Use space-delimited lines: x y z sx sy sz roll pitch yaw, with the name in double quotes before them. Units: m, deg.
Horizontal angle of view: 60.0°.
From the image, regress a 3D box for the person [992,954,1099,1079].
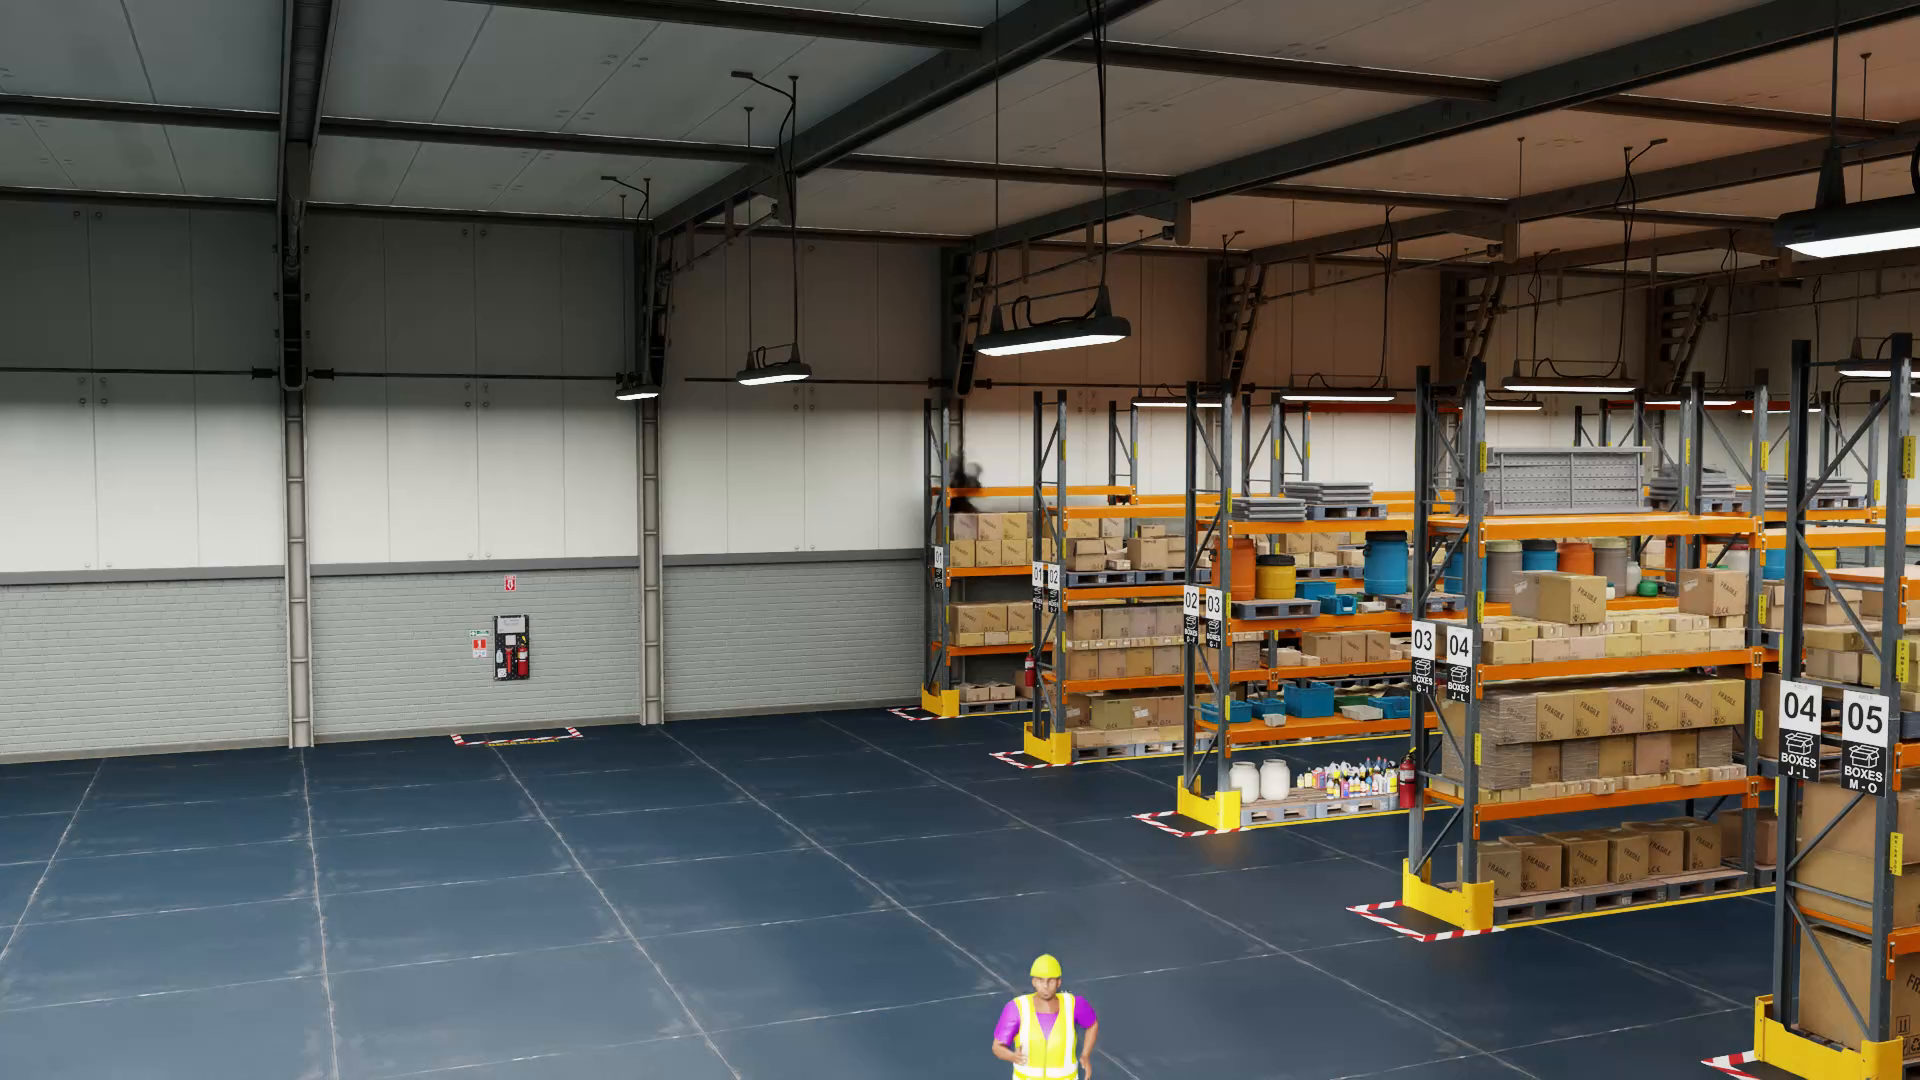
"person" 0.554 3.597 10.876 0.694 1.763 0.951 0 3 5
